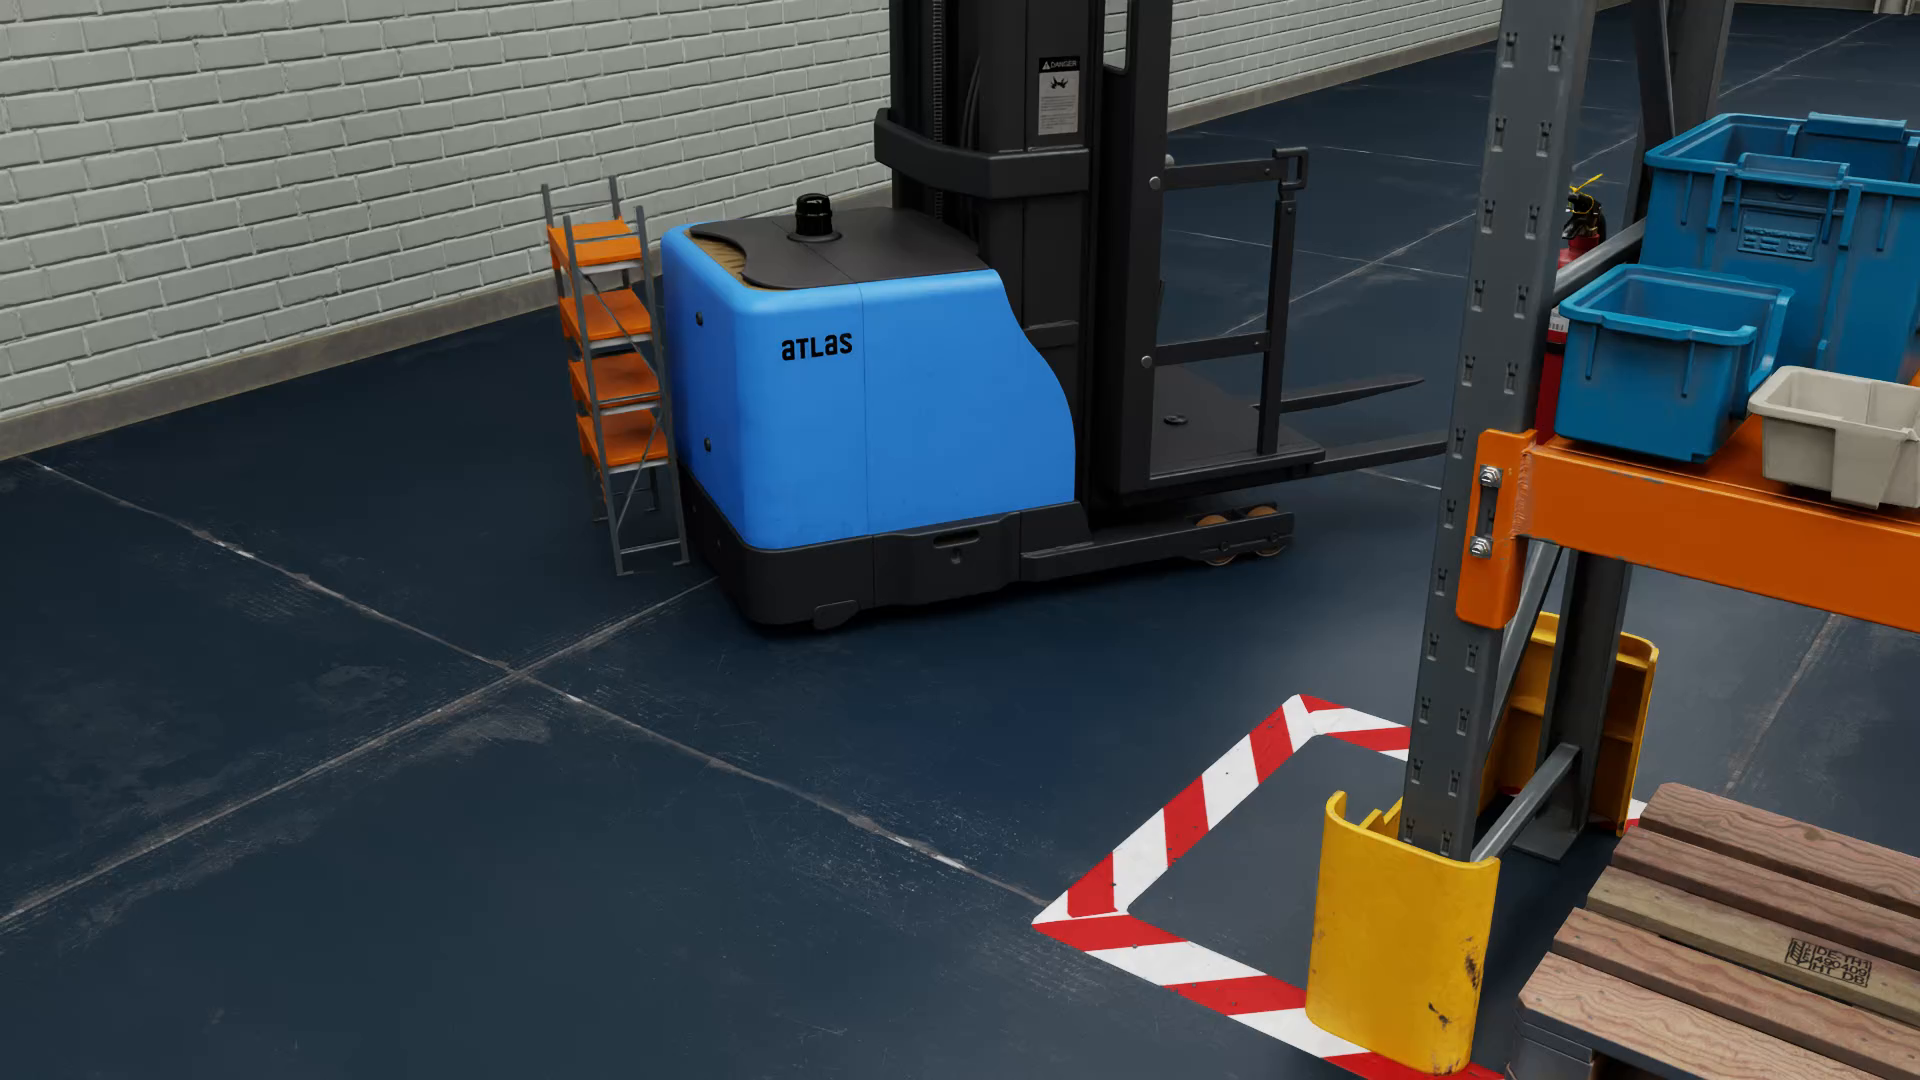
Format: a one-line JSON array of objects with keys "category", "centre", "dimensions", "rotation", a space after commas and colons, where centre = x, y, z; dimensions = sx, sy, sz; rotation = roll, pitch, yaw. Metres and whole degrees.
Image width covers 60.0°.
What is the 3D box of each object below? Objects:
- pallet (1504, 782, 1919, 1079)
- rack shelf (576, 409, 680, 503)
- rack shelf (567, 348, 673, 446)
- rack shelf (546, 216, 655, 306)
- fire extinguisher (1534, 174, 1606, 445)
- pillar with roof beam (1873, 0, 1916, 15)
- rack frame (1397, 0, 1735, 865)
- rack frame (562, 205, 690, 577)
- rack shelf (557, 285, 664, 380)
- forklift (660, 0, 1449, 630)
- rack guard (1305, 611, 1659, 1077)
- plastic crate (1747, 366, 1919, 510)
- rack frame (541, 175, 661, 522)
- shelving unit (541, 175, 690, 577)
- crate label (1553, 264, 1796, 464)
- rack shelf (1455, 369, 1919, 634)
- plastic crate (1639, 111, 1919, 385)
[{"category": "pallet", "centre": [1.852, 0.969, 3.289], "dimensions": [1.213, 0.211, 1.003], "rotation": [17, 29, 33]}, {"category": "rack shelf", "centre": [-1.118, -0.299, 5.581], "dimensions": [0.258, 0.148, 0.480], "rotation": [-11, 26, -17]}, {"category": "rack shelf", "centre": [-1.128, -0.479, 5.498], "dimensions": [0.258, 0.148, 0.480], "rotation": [-11, 26, -17]}, {"category": "rack shelf", "centre": [-1.151, -0.896, 5.305], "dimensions": [0.258, 0.148, 0.480], "rotation": [-11, 26, -17]}, {"category": "fire extinguisher", "centre": [1.367, -0.496, 3.715], "dimensions": [0.183, 0.674, 0.296], "rotation": [17, 29, 33]}, {"category": "pillar with roof beam", "centre": [8.904, -9.216, 15.506], "dimensions": [0.400, 9.000, 9.100], "rotation": [17, 29, 33]}, {"category": "rack frame", "centre": [1.215, -0.519, 3.208], "dimensions": [0.127, 3.000, 1.000], "rotation": [17, 29, 33]}, {"category": "rack frame", "centre": [-1.046, -0.447, 5.260], "dimensions": [0.240, 1.200, 0.015], "rotation": [-11, 26, -17]}, {"category": "rack shelf", "centre": [-1.139, -0.681, 5.404], "dimensions": [0.258, 0.148, 0.480], "rotation": [-11, 26, -17]}, {"category": "forklift", "centre": [0.578, -1.440, 5.384], "dimensions": [3.031, 2.935, 1.130], "rotation": [-10, 26, -21]}, {"category": "rack guard", "centre": [1.188, 0.623, 3.716], "dimensions": [0.348, 0.500, 1.175], "rotation": [17, 29, 33]}, {"category": "plastic crate", "centre": [1.422, -0.156, 2.636], "dimensions": [0.298, 0.136, 0.250], "rotation": [17, 29, 33]}, {"category": "rack frame", "centre": [-1.216, -0.632, 5.679], "dimensions": [0.240, 1.200, 0.015], "rotation": [-11, 26, -17]}, {"category": "shelving unit", "centre": [-1.131, -0.540, 5.470], "dimensions": [0.258, 1.200, 0.503], "rotation": [-11, 26, -17]}, {"category": "crate label", "centre": [1.215, -0.304, 2.853], "dimensions": [0.303, 0.233, 0.416], "rotation": [17, 29, 33]}, {"category": "rack shelf", "centre": [2.815, 0.294, 2.256], "dimensions": [4.000, 0.370, 1.077], "rotation": [17, 29, 33]}, {"category": "plastic crate", "centre": [1.595, -0.542, 3.142], "dimensions": [0.499, 0.435, 0.616], "rotation": [17, 29, 33]}]
